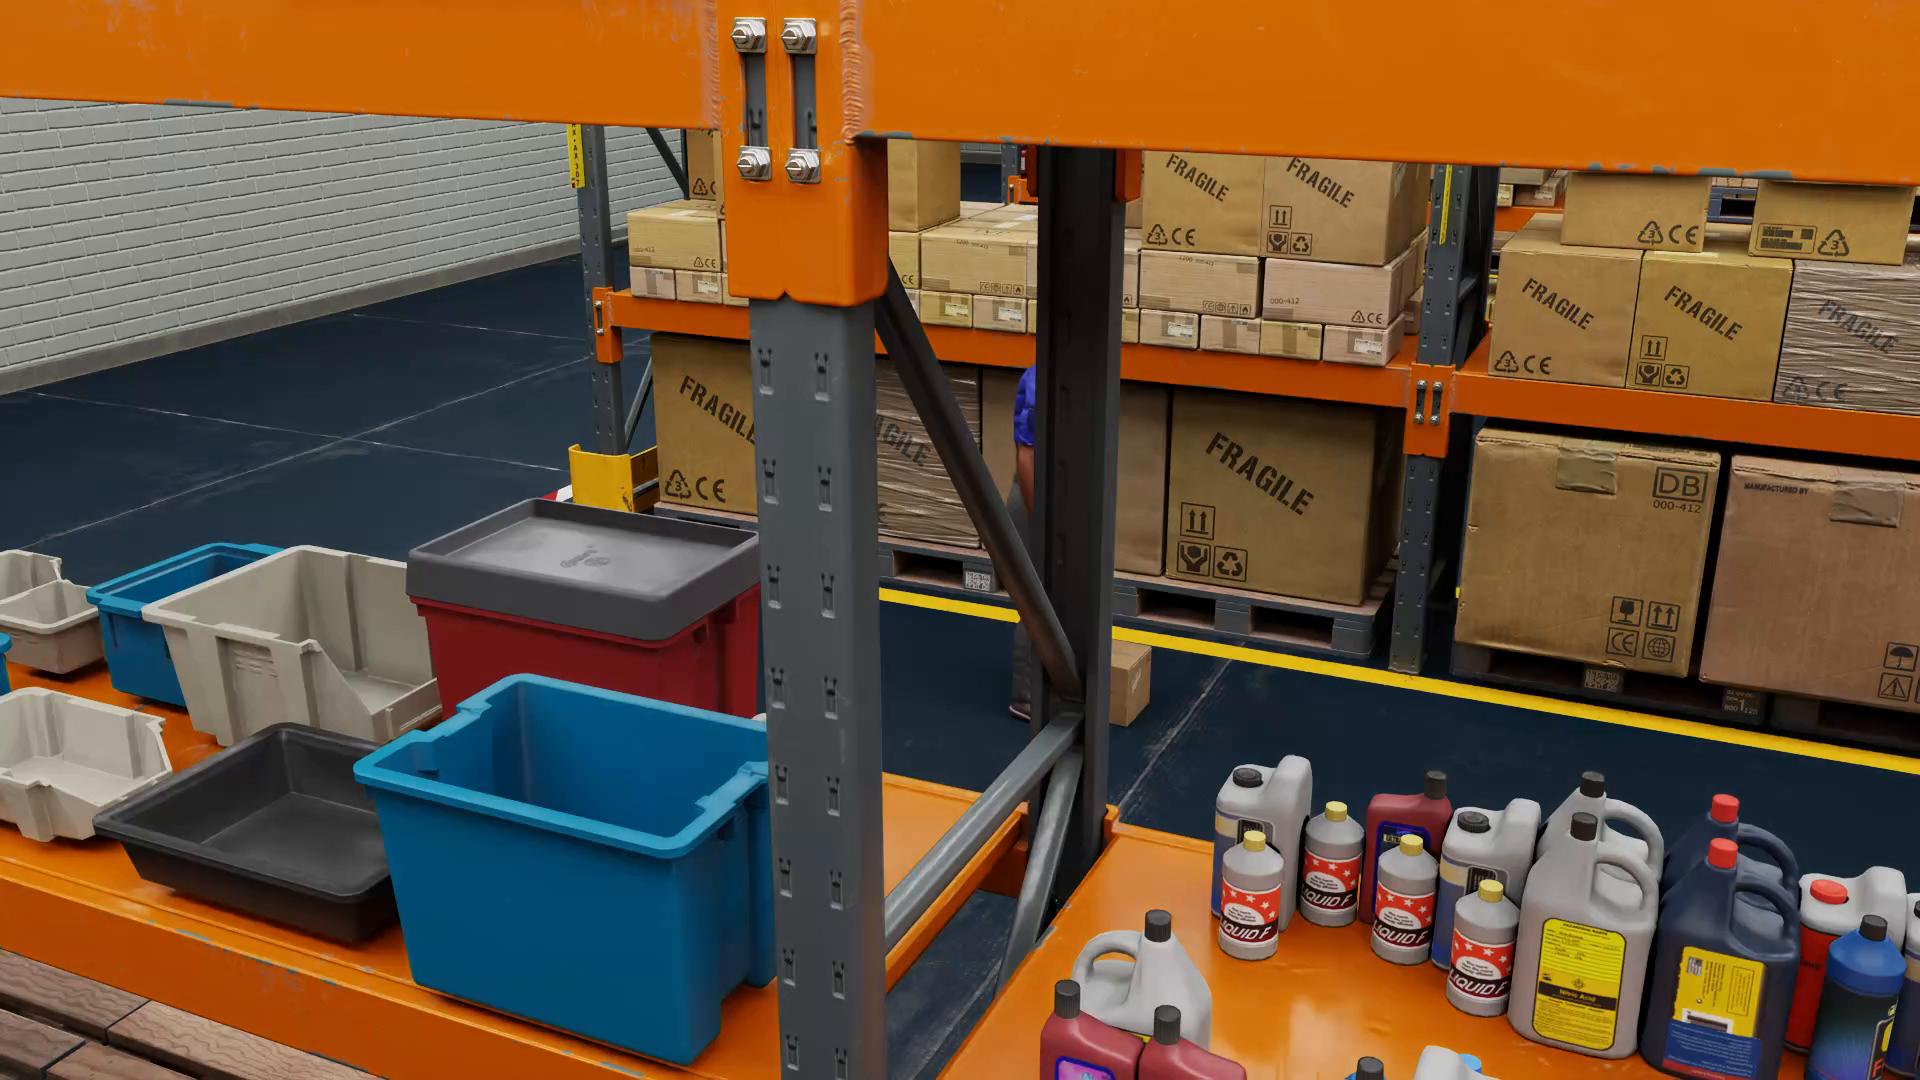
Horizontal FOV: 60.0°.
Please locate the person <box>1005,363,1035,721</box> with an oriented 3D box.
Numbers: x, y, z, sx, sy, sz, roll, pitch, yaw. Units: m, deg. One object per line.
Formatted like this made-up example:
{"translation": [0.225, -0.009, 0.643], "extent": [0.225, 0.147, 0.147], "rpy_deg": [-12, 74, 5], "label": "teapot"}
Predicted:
{"translation": [0.369, -0.124, 6.431], "extent": [0.352, 1.654, 0.505], "rpy_deg": [9, 21, 23], "label": "person"}
